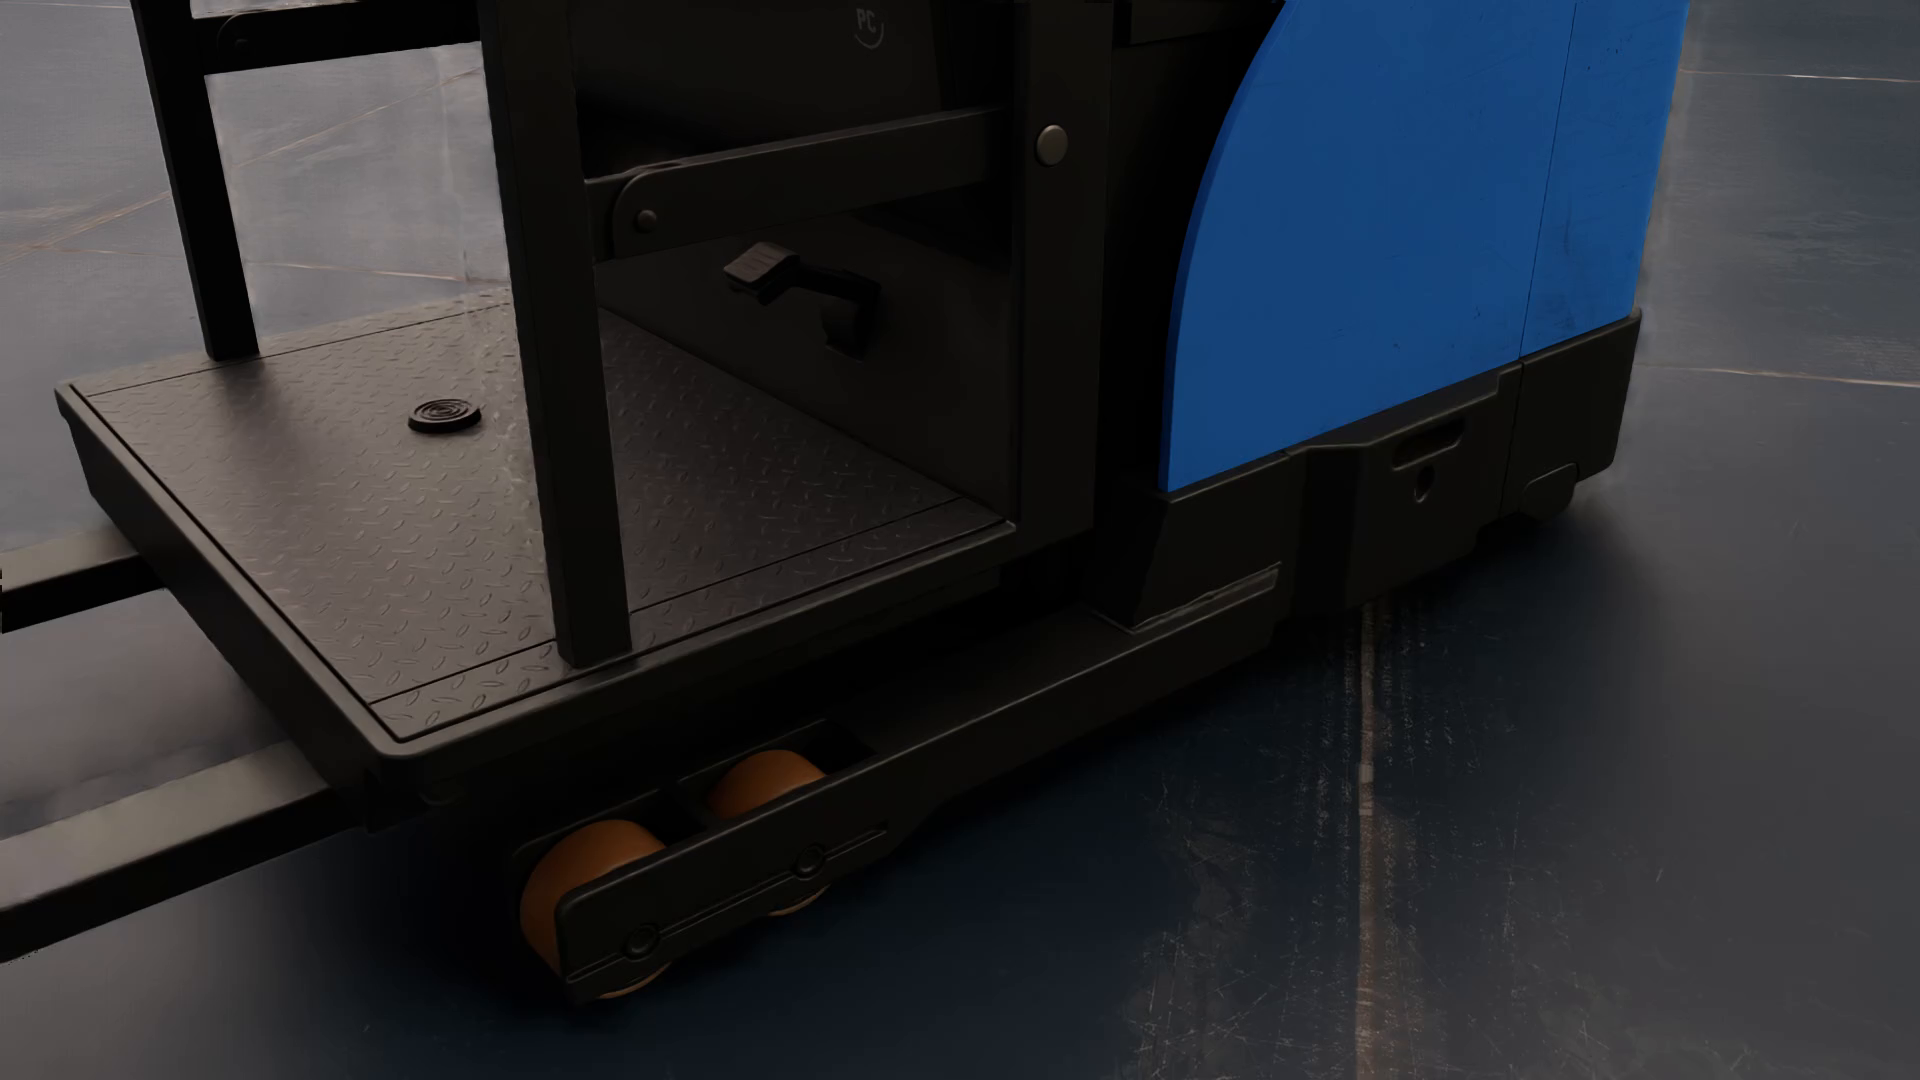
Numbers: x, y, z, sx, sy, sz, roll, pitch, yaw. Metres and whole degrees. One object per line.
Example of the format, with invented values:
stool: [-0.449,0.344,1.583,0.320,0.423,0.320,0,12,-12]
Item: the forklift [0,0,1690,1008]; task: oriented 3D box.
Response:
forklift: [-0.436,-1.133,1.492,3.031,2.935,1.130,-20,33,-34]
